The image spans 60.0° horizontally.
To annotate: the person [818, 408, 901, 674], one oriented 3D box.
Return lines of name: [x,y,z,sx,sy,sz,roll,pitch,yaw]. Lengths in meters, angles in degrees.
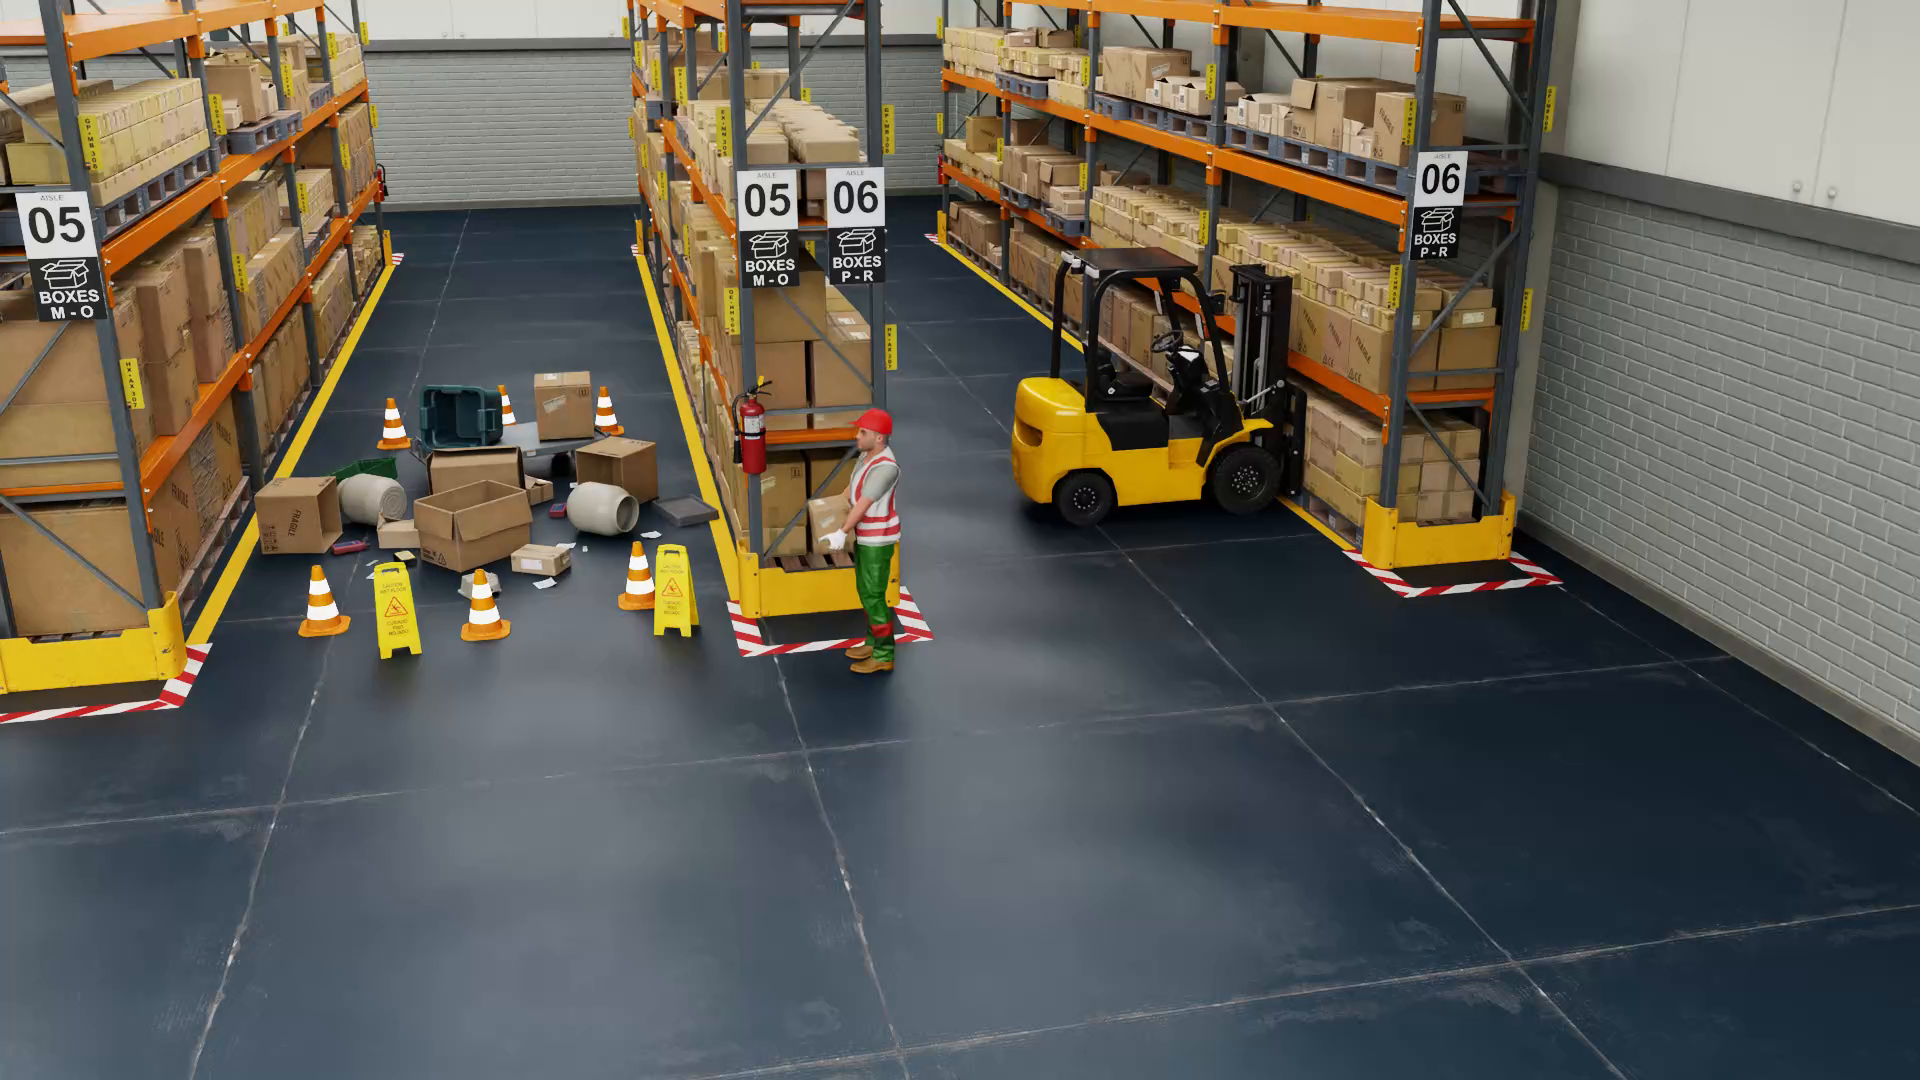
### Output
person: [-0.677,0.005,11.020,0.559,1.786,0.495,-4,20,-12]
